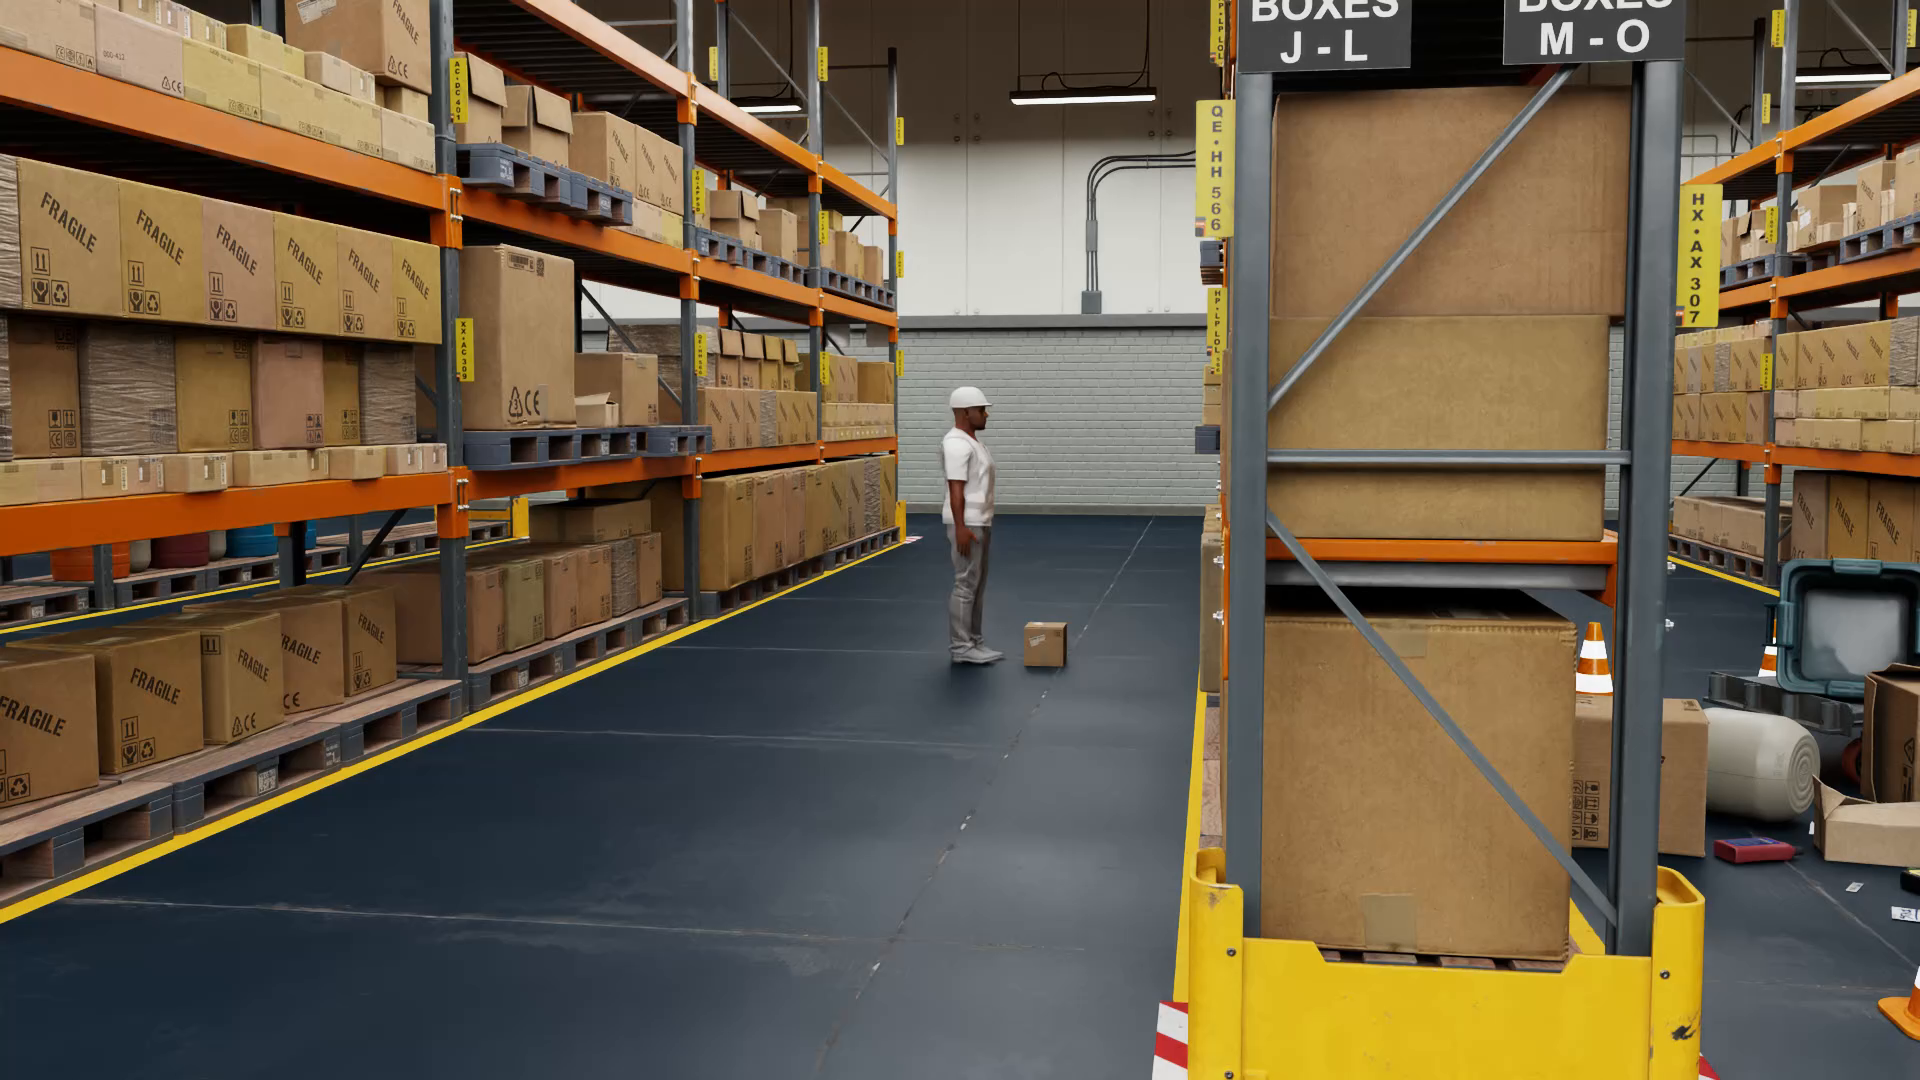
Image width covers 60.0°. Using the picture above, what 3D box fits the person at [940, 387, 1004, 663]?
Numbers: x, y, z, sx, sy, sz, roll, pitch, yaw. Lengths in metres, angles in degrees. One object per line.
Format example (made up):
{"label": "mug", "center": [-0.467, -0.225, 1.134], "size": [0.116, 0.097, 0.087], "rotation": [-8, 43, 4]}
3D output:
{"label": "person", "center": [0.076, -0.092, 10.674], "size": [0.384, 1.775, 0.583], "rotation": [1, 4, 9]}
